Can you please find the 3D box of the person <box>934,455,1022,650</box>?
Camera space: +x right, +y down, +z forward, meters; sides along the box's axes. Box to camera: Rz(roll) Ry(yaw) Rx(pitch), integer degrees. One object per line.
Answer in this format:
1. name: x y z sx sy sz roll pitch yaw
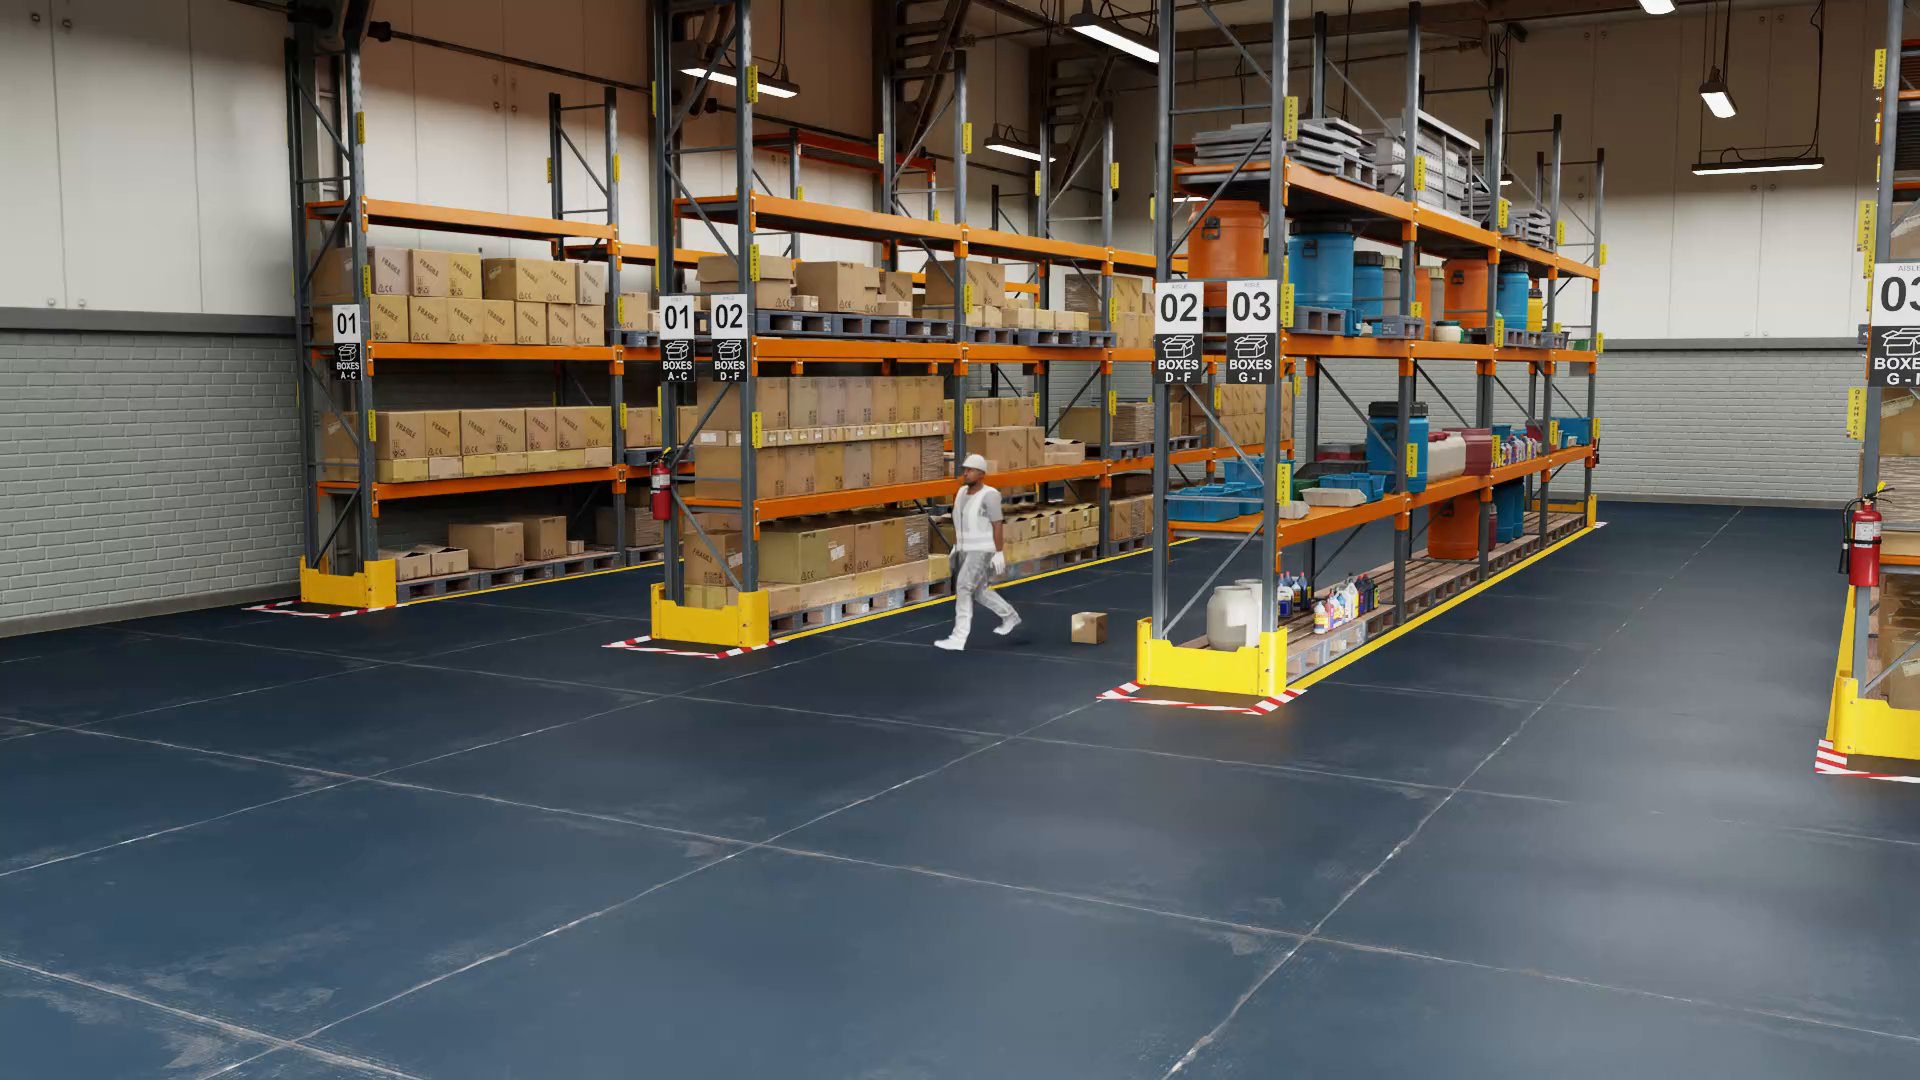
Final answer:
1. person: 0.171 0.100 15.057 1.022 1.751 0.547 -4 7 -31
